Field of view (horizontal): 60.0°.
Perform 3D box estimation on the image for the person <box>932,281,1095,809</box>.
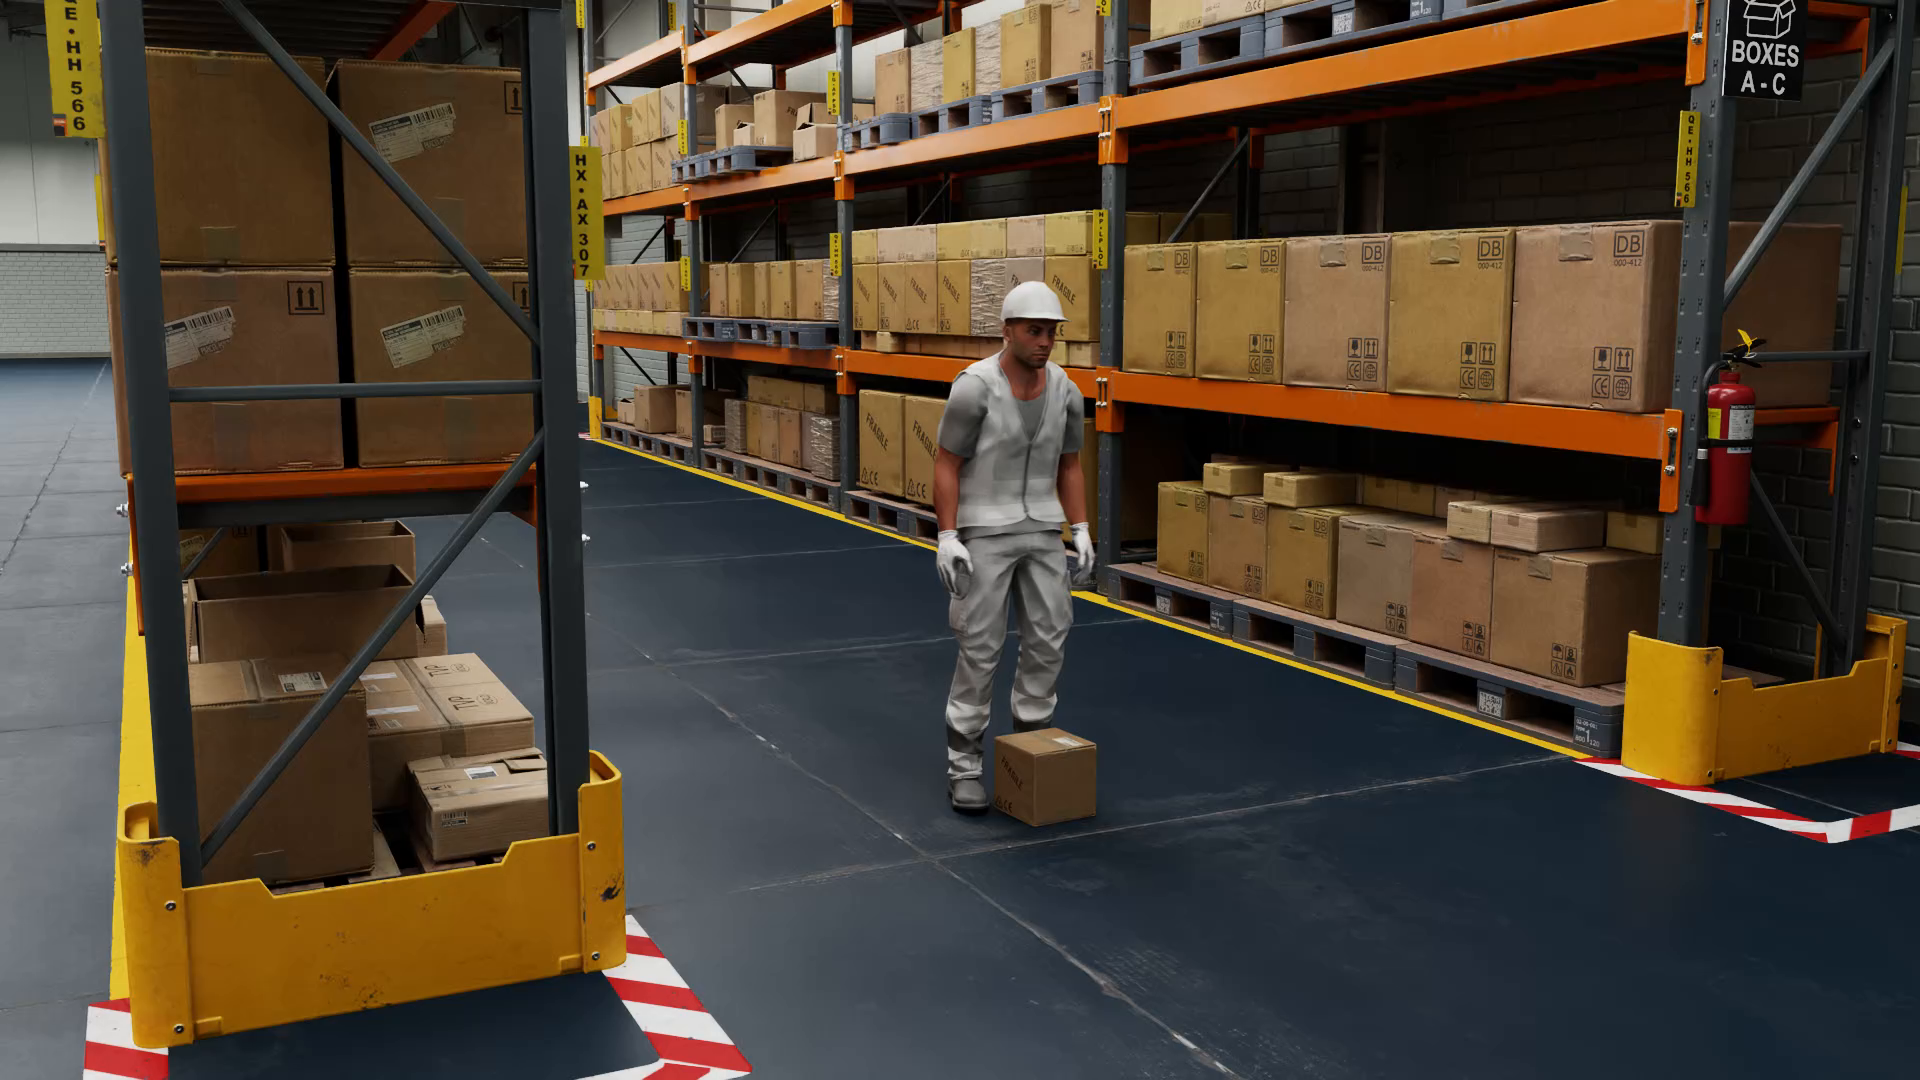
[{"bbox_3d":[0.192,0.013,5.699,0.613,1.779,0.455,-4,9,-27],"label":"person"}]
